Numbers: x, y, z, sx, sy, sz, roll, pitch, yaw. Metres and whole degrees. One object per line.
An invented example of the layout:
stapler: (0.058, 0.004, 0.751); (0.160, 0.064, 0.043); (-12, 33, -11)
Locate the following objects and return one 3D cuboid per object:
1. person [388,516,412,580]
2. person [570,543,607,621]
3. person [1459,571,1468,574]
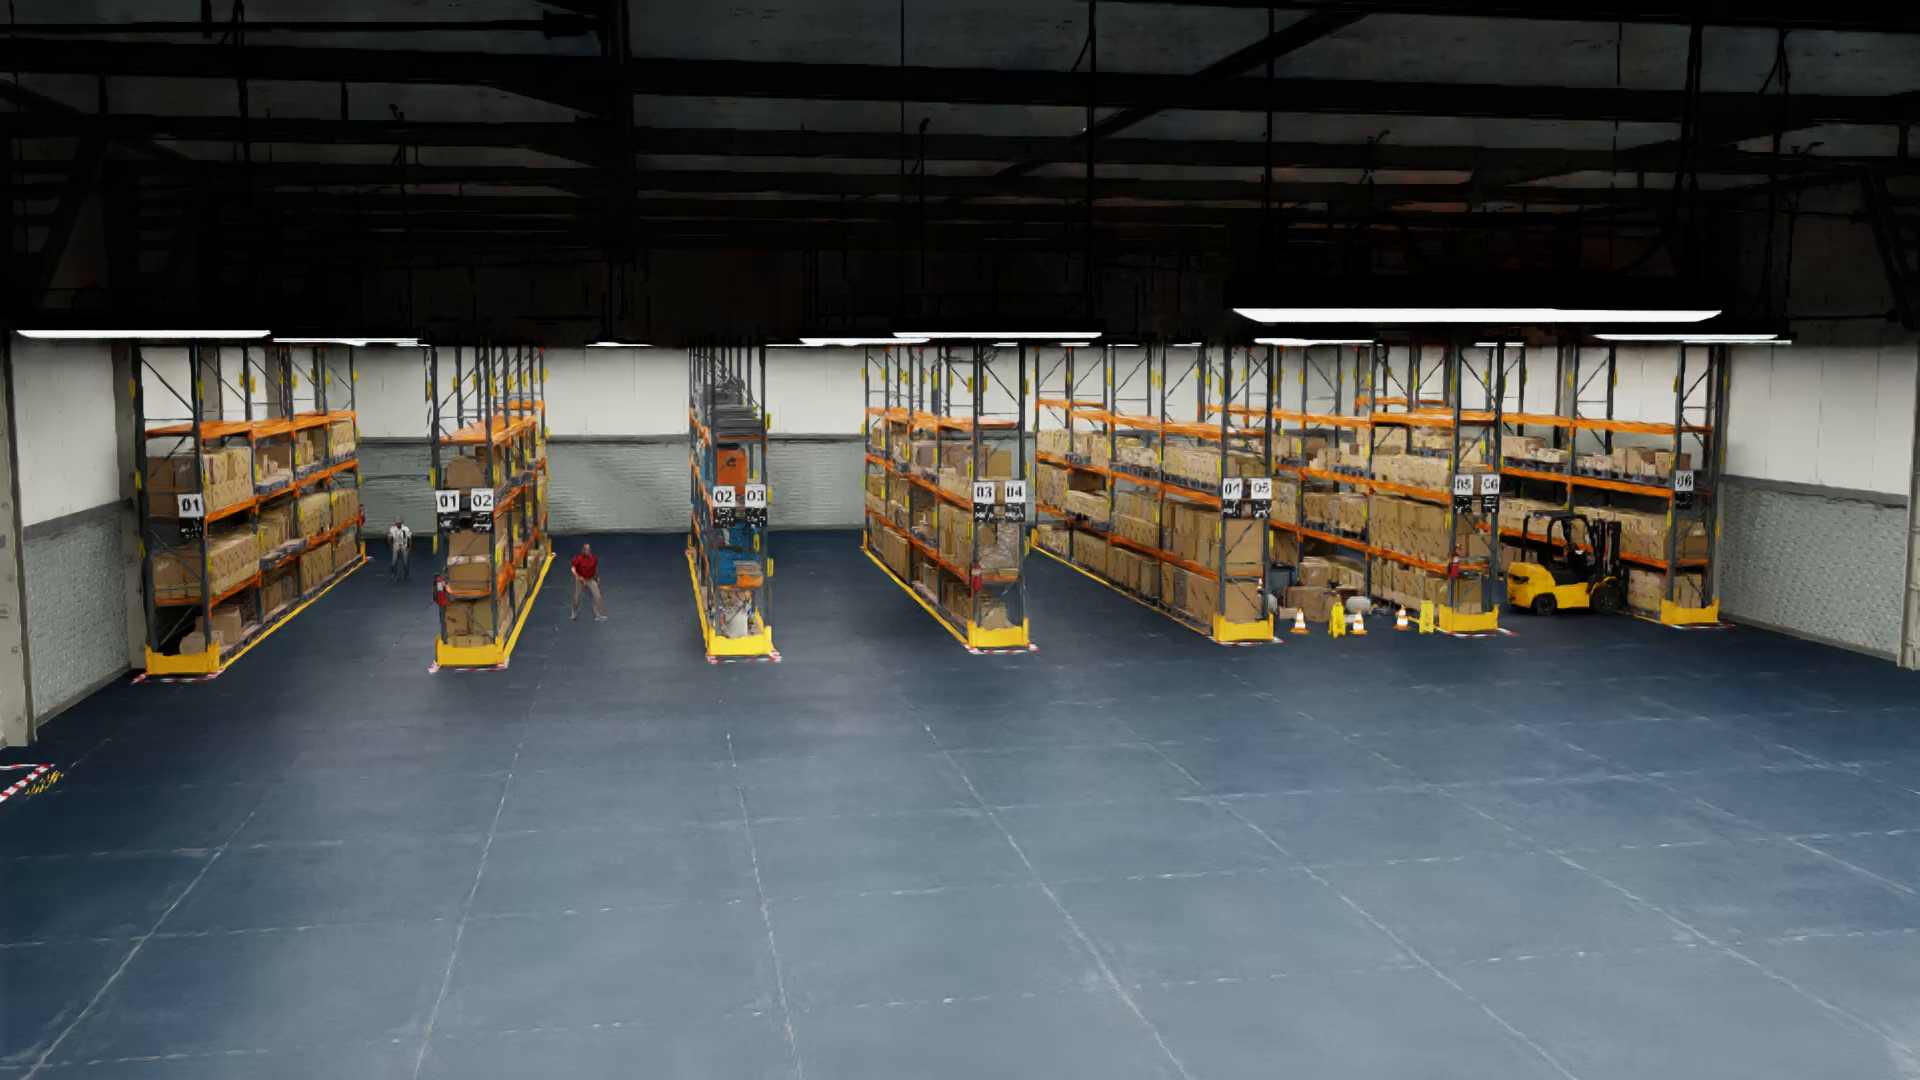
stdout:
person: (-13.870, 0.211, 41.210); (0.592, 1.618, 0.531); (-2, 7, -13)
person: (-7.901, 0.869, 35.127); (0.691, 1.656, 0.860); (-3, 7, -27)
person: (11.361, 0.563, 37.807); (0.477, 1.667, 0.523); (2, 7, 20)
